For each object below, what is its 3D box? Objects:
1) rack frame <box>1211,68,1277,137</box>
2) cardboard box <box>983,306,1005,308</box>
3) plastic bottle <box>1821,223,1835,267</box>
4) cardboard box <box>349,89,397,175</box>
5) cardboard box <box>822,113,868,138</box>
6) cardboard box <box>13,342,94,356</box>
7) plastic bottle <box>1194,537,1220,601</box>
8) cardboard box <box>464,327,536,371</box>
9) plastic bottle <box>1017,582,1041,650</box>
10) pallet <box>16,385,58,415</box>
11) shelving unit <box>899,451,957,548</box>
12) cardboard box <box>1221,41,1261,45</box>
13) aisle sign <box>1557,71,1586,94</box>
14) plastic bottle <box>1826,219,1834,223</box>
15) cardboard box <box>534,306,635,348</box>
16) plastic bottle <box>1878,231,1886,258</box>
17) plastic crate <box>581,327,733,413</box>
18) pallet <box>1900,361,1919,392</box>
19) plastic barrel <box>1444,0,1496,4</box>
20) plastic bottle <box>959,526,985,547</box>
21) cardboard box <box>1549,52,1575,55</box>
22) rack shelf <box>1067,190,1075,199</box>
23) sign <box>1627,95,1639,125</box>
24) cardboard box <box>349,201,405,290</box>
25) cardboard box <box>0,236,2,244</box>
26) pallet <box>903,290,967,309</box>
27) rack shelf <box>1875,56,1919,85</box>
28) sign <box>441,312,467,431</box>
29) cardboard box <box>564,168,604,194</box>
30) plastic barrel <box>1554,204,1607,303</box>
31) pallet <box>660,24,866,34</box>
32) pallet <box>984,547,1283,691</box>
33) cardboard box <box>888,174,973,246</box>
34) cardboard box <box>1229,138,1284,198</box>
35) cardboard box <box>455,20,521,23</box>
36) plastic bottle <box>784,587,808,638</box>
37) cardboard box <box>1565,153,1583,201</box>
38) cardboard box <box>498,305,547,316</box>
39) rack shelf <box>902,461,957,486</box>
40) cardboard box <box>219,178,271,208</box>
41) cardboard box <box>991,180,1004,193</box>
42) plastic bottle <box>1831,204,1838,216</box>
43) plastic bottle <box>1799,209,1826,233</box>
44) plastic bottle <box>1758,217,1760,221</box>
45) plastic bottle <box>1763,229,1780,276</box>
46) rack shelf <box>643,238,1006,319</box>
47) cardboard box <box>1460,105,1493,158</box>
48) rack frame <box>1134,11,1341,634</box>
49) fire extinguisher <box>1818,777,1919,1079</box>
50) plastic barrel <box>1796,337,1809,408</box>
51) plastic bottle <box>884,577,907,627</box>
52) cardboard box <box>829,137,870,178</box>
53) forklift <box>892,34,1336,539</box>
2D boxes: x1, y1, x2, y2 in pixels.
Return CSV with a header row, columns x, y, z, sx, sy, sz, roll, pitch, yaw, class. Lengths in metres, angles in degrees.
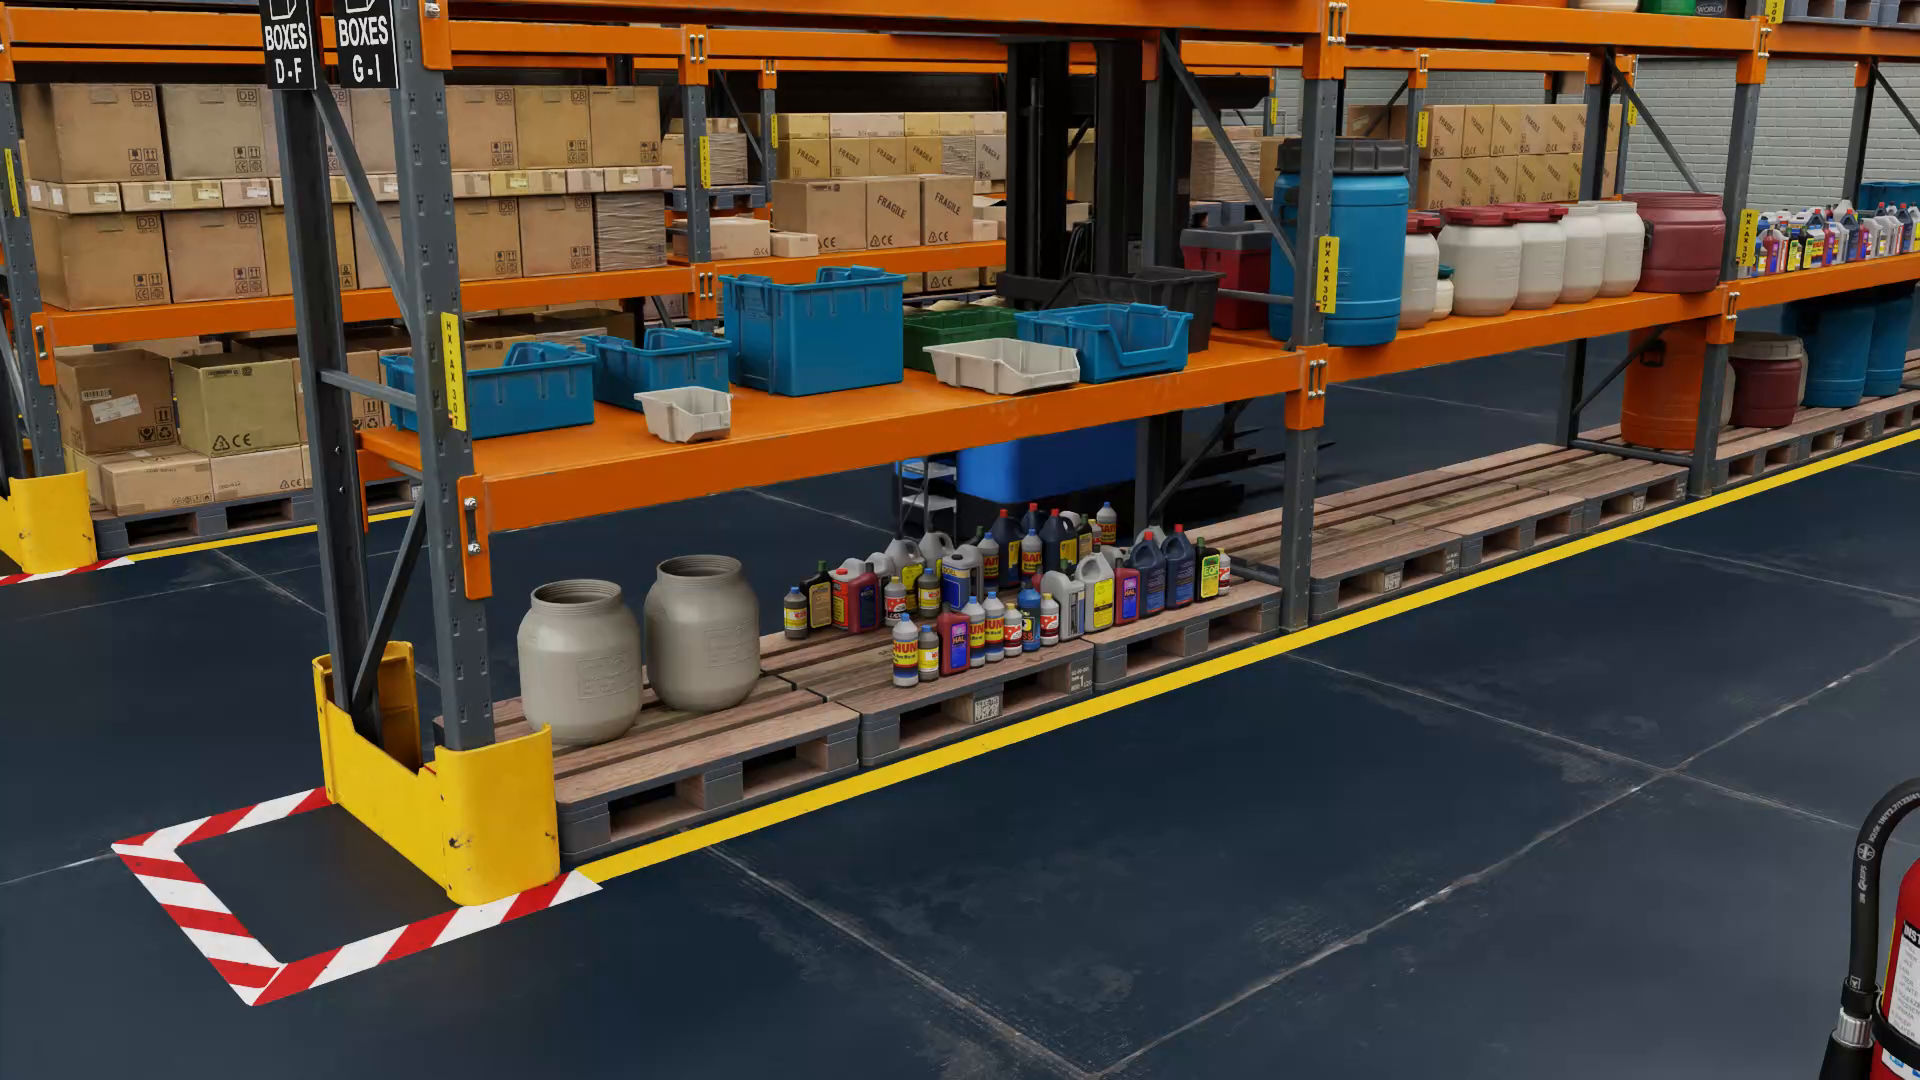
x,y,z,sx,sy,sz,roll,pitch,yaw,class
3.787,-5.086,22.477,0.127,3.000,1.000,-13,19,-39,rack frame
0.385,-1.686,13.177,0.500,0.311,0.500,-13,20,-40,cardboard box
5.695,-1.943,10.936,0.133,0.283,0.061,-13,19,-39,plastic bottle
-3.478,-2.433,9.837,0.500,0.500,0.700,-13,19,-39,cardboard box
-1.332,-4.412,17.694,0.500,0.250,0.500,-13,20,-40,cardboard box
-7.272,-1.485,13.355,0.500,0.311,0.500,-11,18,-35,cardboard box
1.091,0.121,7.394,0.133,0.283,0.061,-11,19,-37,plastic bottle
-2.977,-1.037,10.380,0.500,0.500,0.500,-13,19,-39,cardboard box
0.279,0.303,6.736,0.097,0.271,0.097,0,15,0,plastic bottle
-7.590,-1.172,13.227,1.213,0.211,1.003,-13,19,-39,pallet
-0.175,-0.397,8.991,0.210,0.900,0.258,-12,19,-39,shelving unit
2.090,-4.519,14.350,0.500,0.500,0.910,-13,19,-39,cardboard box
6.900,-5.447,18.791,0.004,0.787,0.394,-13,19,-39,aisle sign
6.493,-2.296,12.418,0.097,0.201,0.097,0,15,0,plastic bottle
-2.567,-1.308,11.396,0.500,0.500,0.500,-13,19,-39,cardboard box
6.360,-2.059,11.529,0.097,0.201,0.097,0,15,0,plastic bottle
-1.105,-0.627,6.071,0.408,0.251,0.499,-13,19,-39,plastic crate
7.802,-1.264,13.574,1.213,0.211,1.003,-13,19,-39,pallet
2.466,-3.165,8.504,0.708,0.901,0.600,-13,19,-39,plastic barrel
0.062,0.083,7.536,0.133,0.283,0.061,-12,19,-37,plastic bottle
6.074,-5.190,17.347,0.500,0.250,0.500,-13,19,-39,cardboard box
2.278,-4.399,21.301,4.000,0.370,1.077,-13,19,-39,rack shelf
7.391,-4.723,18.261,0.005,0.325,0.100,-13,19,-39,sign
-3.502,-1.799,9.979,0.500,0.500,0.700,-12,19,-38,cardboard box
-7.324,-2.424,12.764,0.500,0.250,0.500,-13,20,-41,cardboard box
-0.684,-2.708,18.978,1.213,0.211,1.003,-13,19,-39,pallet
8.781,-3.920,13.694,4.000,0.370,1.077,-13,19,-39,rack shelf
-1.422,-0.472,4.670,0.005,0.325,0.100,-13,19,-39,sign
-2.459,-2.277,10.510,0.250,0.149,0.380,-13,20,-41,cardboard box
3.301,-1.569,9.093,0.421,0.512,0.421,0,15,0,plastic barrel
-1.354,-3.598,11.465,1.217,0.209,0.805,-14,20,-42,pallet
0.704,0.329,7.610,1.213,0.211,1.003,-13,19,-39,pallet
-0.249,-2.528,12.706,0.500,0.500,0.500,-14,20,-42,cardboard box
2.732,-3.384,15.099,0.700,0.500,0.500,10,18,33,cardboard box
-4.336,-4.843,15.116,0.500,0.311,0.500,-12,19,-38,cardboard box
-0.682,0.296,6.898,0.097,0.201,0.097,0,15,0,plastic bottle
6.493,-3.953,18.042,0.500,0.500,0.500,-12,19,-39,cardboard box
-4.365,-2.283,15.975,0.500,0.500,0.700,-13,20,-40,cardboard box
-0.175,-0.364,9.000,0.200,0.077,0.258,-12,19,-39,rack shelf
-4.013,-1.927,9.202,0.250,0.149,0.380,-13,20,-40,cardboard box
0.300,-4.102,19.241,0.250,0.149,0.380,-12,19,-38,cardboard box
6.716,-2.444,12.813,0.133,0.283,0.061,-13,19,-39,plastic bottle
5.762,-2.056,11.231,0.185,0.351,0.144,-13,19,-39,plastic bottle
5.694,-2.202,11.932,0.097,0.271,0.097,0,15,0,plastic bottle
5.072,-1.803,10.412,0.133,0.283,0.061,-13,19,-39,plastic bottle
-0.502,-2.080,12.620,4.000,0.370,1.077,-13,19,-39,rack shelf
4.953,-4.088,16.611,0.500,0.500,0.500,-13,20,-41,cardboard box
1.238,-1.124,7.646,0.127,3.000,1.000,-13,19,-39,rack frame
1.082,0.485,1.772,0.183,0.674,0.296,-13,19,-39,fire extinguisher
5.832,-1.193,11.912,0.421,0.512,0.421,0,15,0,plastic barrel
-0.274,0.257,7.046,0.097,0.201,0.097,0,15,0,plastic bottle
-1.313,-4.051,17.796,0.500,0.500,0.500,-12,19,-38,cardboard box
1.065,-1.649,9.745,3.031,2.935,1.130,-12,19,-39,forklift
